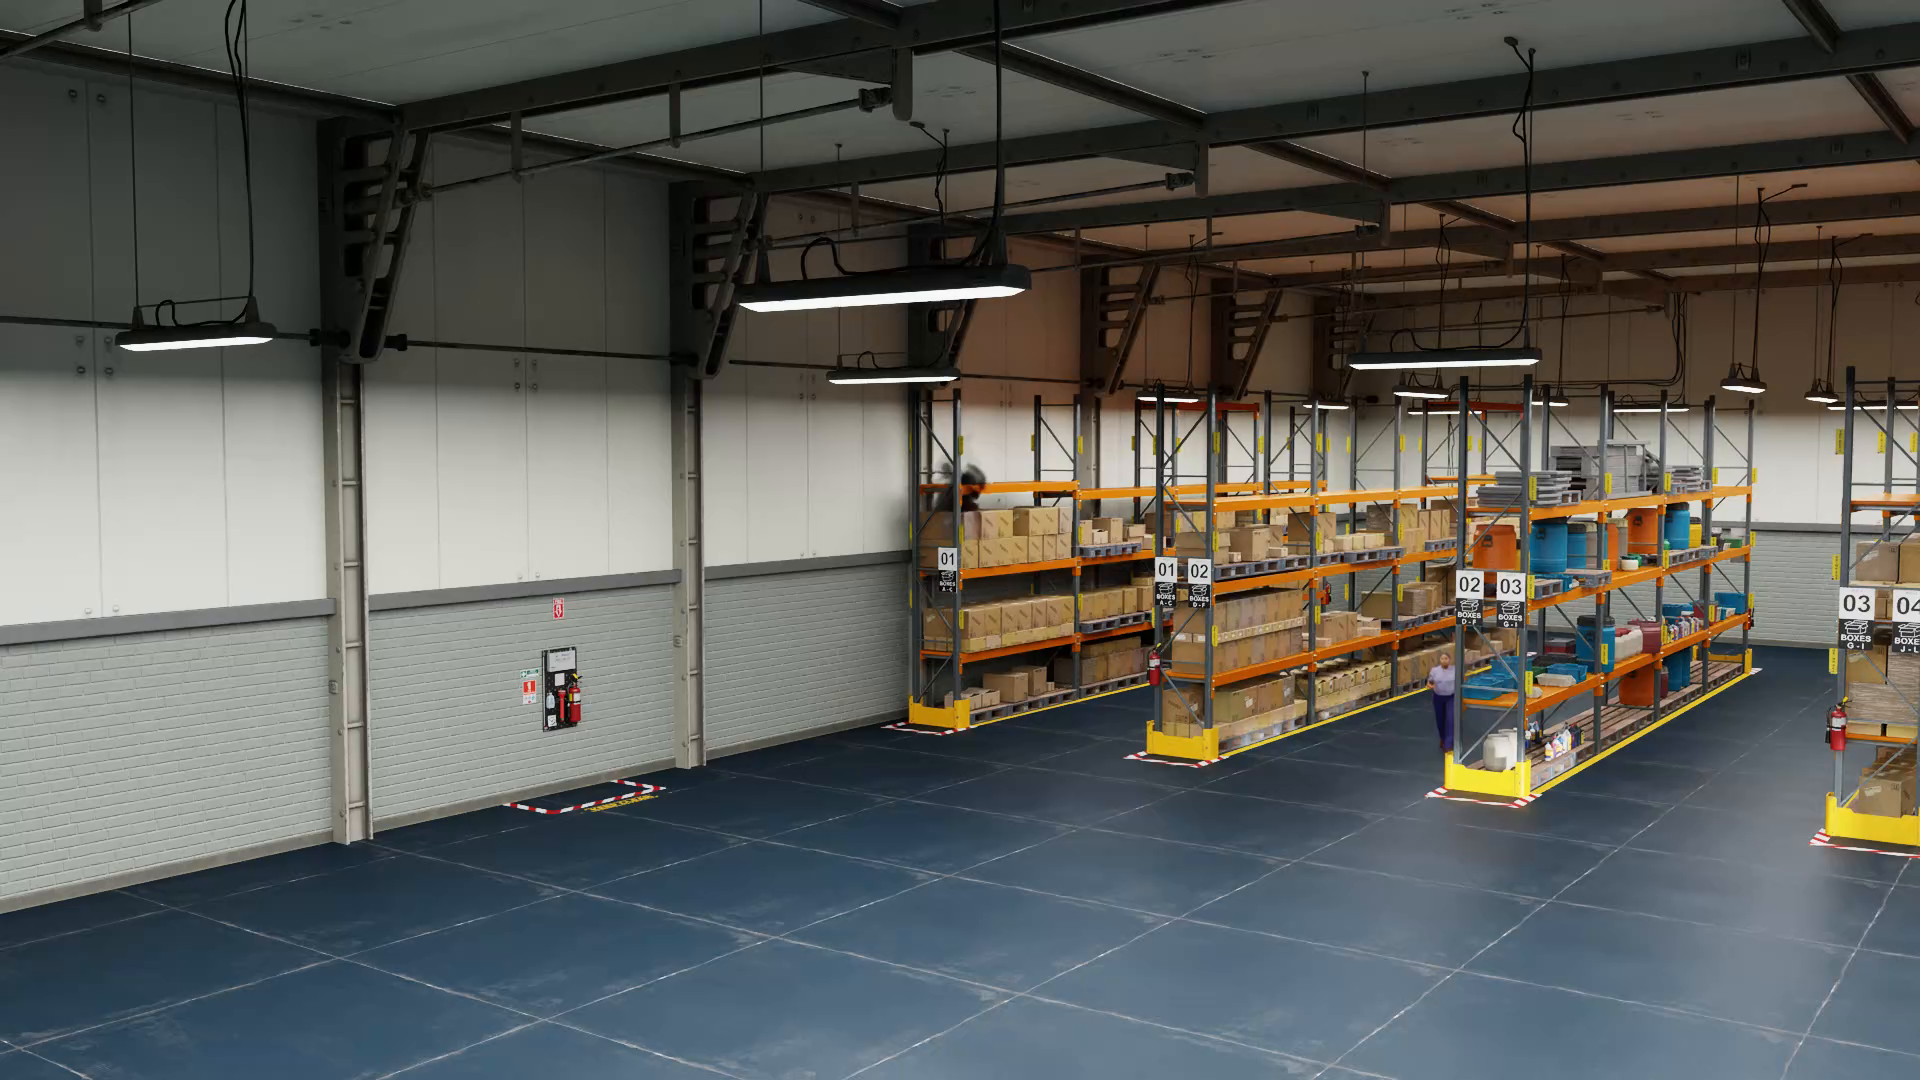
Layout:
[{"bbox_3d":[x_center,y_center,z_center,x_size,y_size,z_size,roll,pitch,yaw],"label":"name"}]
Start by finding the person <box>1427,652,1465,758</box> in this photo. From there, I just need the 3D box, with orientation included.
[{"bbox_3d":[7.884,2.634,27.022,0.568,1.667,0.901,2,4,25],"label":"person"}]
